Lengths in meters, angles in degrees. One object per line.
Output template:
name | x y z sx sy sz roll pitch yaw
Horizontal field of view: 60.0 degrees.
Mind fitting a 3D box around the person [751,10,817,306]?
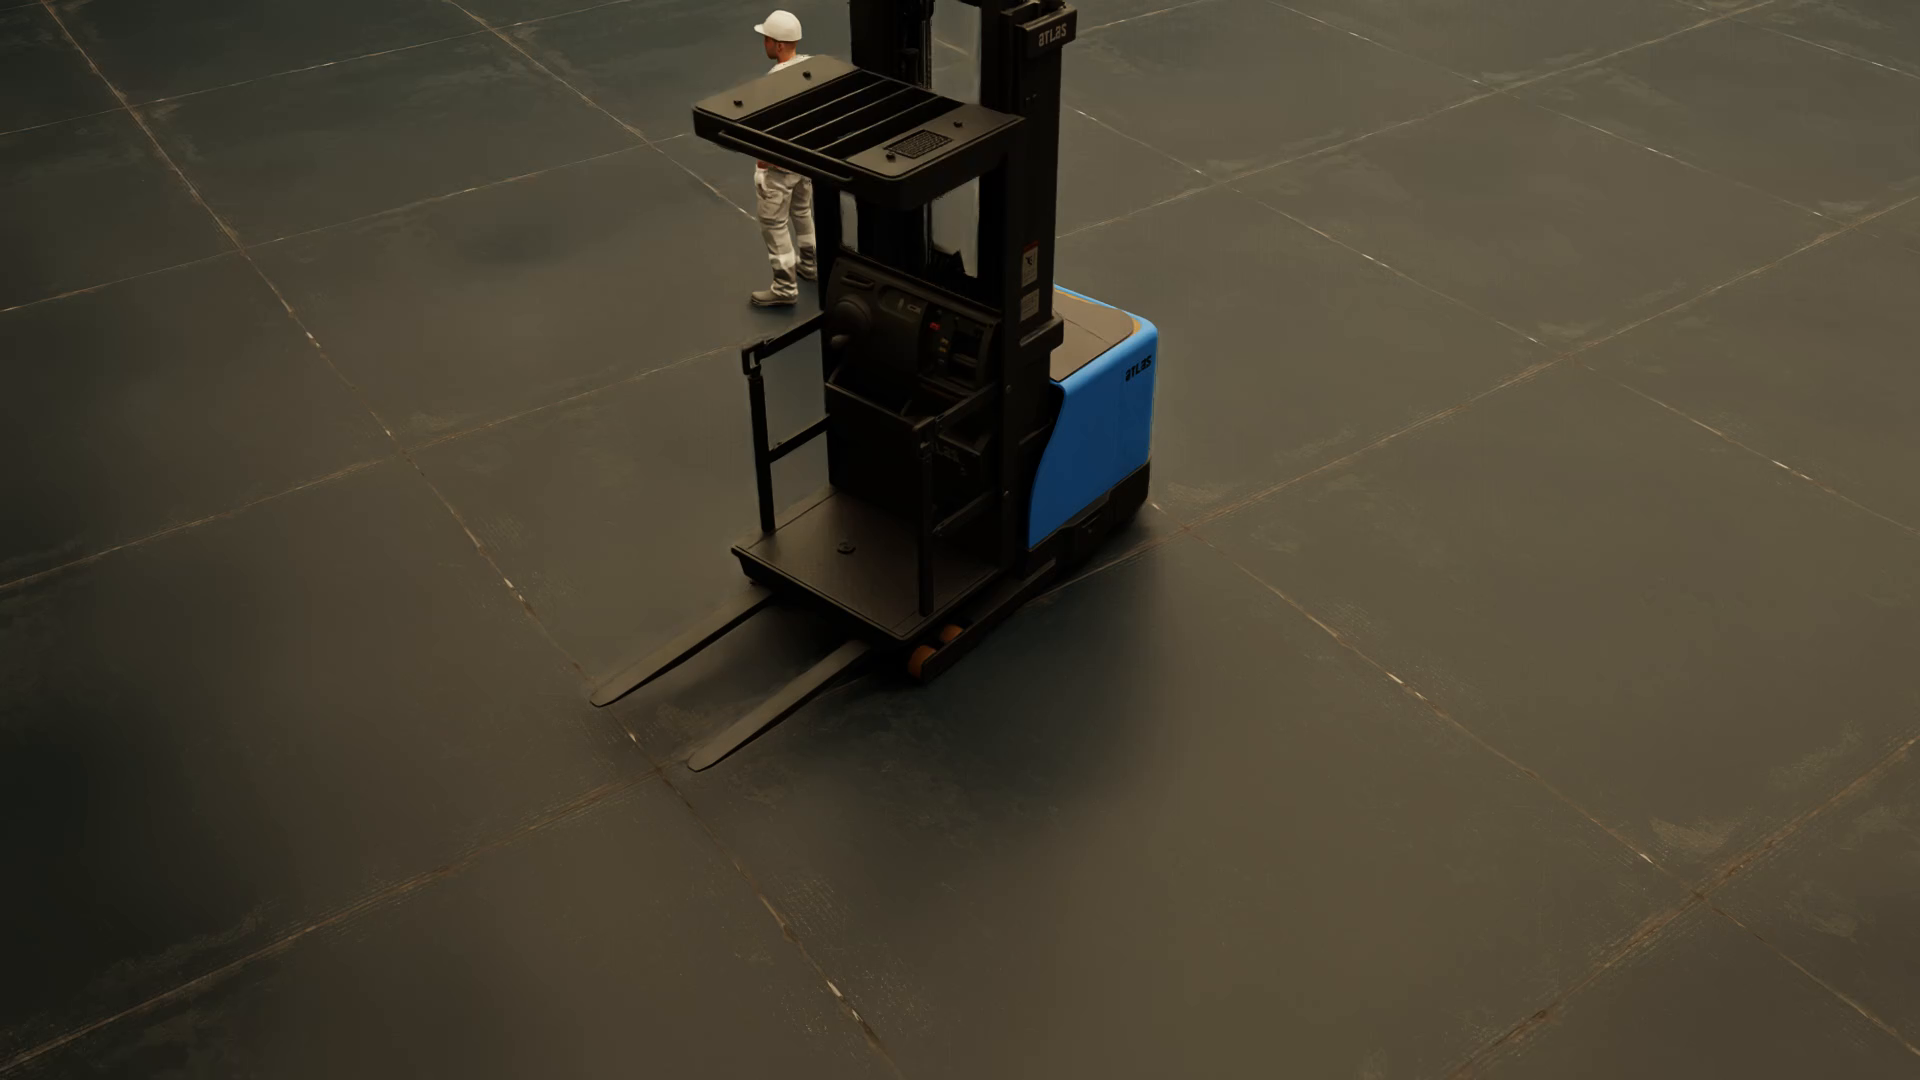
person | -1.055 -2.314 10.041 0.462 1.791 0.722 20 41 25

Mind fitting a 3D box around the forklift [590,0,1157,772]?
forklift | -0.359 -0.874 7.127 1.130 2.935 3.031 26 44 31
